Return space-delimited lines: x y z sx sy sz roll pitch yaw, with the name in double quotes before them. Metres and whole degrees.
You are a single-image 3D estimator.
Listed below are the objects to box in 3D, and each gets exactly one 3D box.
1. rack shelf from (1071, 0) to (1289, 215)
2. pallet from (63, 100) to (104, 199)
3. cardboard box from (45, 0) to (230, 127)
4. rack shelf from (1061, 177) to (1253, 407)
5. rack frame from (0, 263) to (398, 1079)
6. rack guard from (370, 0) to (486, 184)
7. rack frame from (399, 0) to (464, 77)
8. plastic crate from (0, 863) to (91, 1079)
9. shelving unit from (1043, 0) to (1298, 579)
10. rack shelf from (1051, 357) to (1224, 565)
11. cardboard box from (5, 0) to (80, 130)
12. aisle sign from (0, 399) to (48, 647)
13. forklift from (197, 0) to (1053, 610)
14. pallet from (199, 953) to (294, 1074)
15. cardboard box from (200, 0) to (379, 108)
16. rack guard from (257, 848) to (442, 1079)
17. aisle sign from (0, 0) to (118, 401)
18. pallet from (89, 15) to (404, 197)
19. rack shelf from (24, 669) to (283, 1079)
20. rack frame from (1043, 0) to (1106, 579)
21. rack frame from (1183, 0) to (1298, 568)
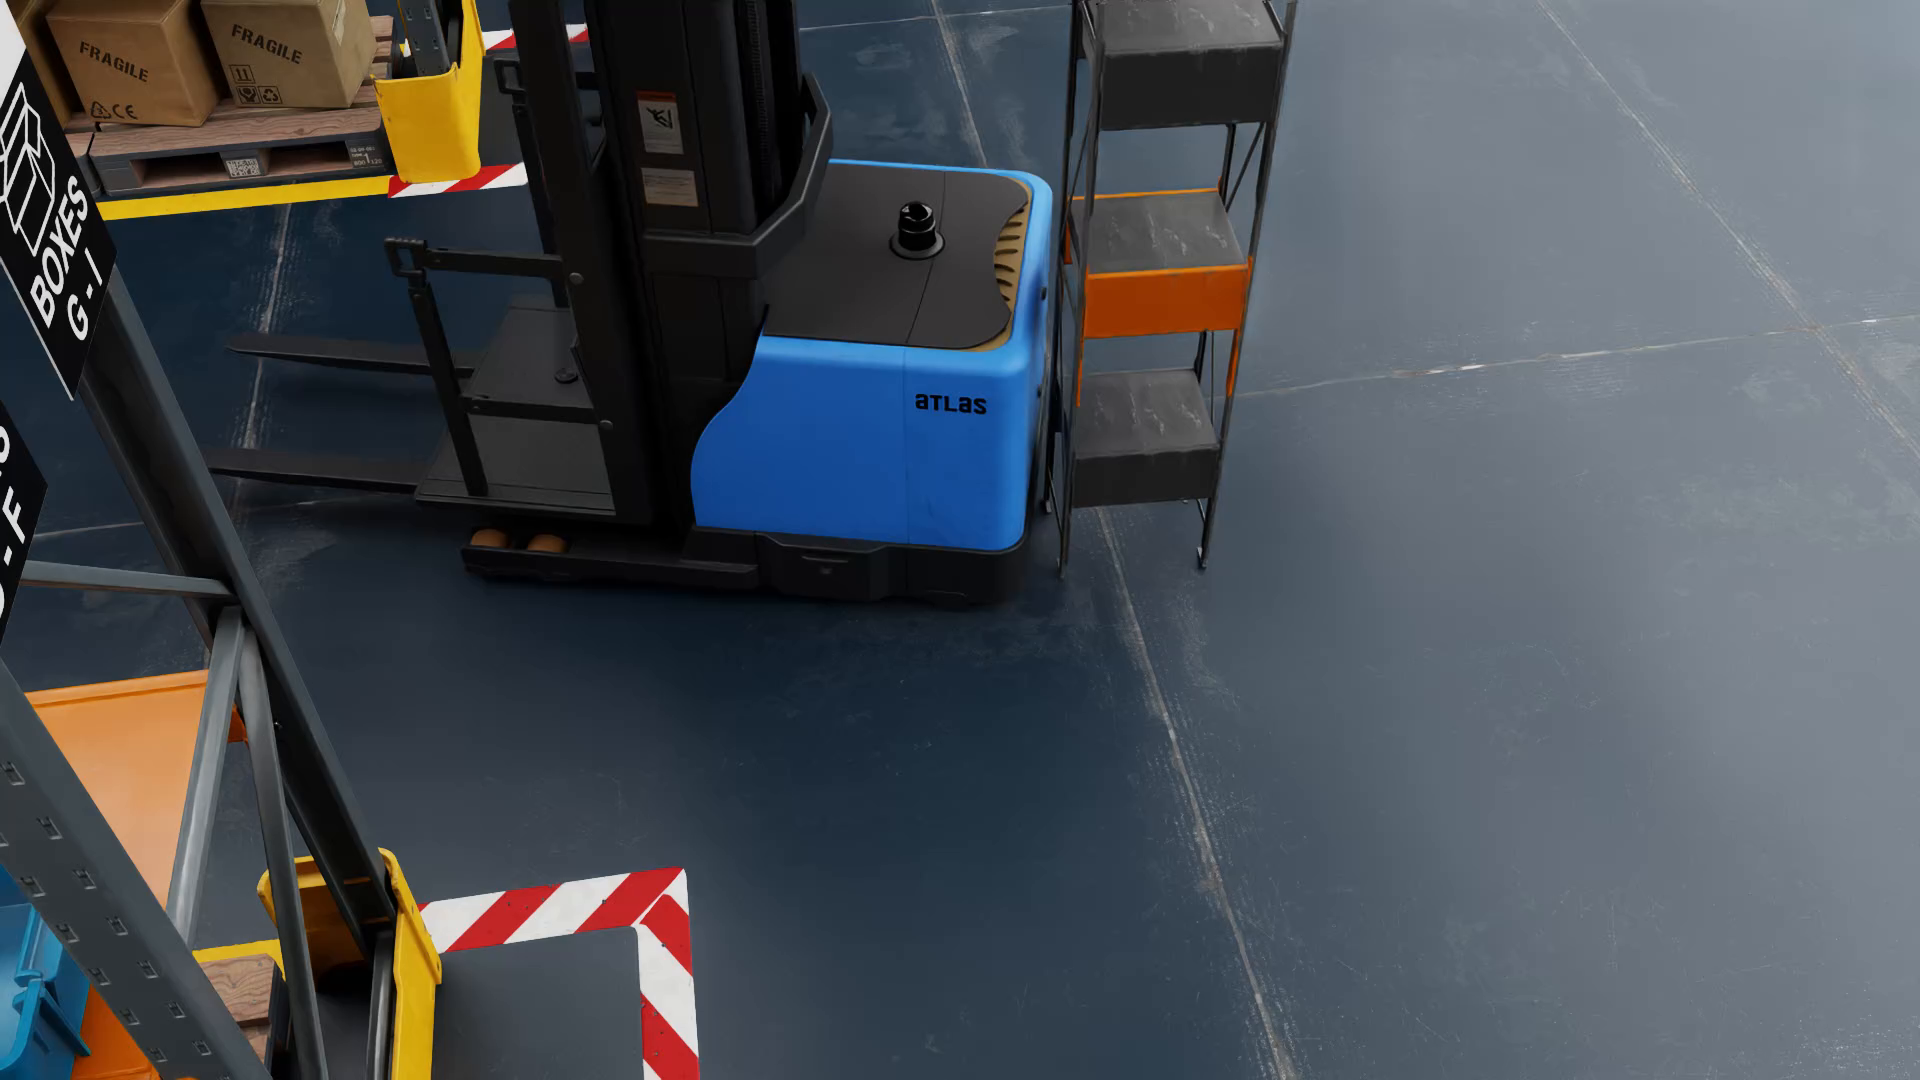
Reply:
"rack shelf" 0.573 -1.234 4.527 0.480 0.518 0.431 -4 46 -4
"pallet" -4.379 -1.830 7.366 1.213 0.211 1.003 -7 46 -7
"cardboard box" -3.499 -2.144 7.177 0.500 0.500 0.500 4 46 4
"rack shelf" 0.571 -0.748 5.031 0.480 0.518 0.431 -4 46 -4
"rack frame" -1.453 0.486 3.199 0.127 3.000 1.000 -7 46 -7
"rack guard" -2.373 -2.152 7.476 0.348 0.500 1.175 -7 46 -7
"rack frame" -2.298 -3.029 6.585 0.127 3.000 1.000 -7 46 -7
"plastic crate" -1.895 0.811 2.989 0.616 0.251 0.499 -7 46 -7
"shelving unit" 0.571 -0.758 5.021 0.503 2.100 0.431 -4 46 -4
"rack shelf" 0.569 -0.263 5.535 0.480 0.518 0.431 -4 46 -4
"cardboard box" -4.119 -2.081 7.116 0.500 0.500 0.500 -3 46 -3
"aisle sign" -1.332 -0.214 2.068 0.004 0.787 0.394 -7 46 -7
"forklift" -1.240 -1.251 4.920 3.031 2.935 1.130 5 46 5
"pallet" -2.322 1.592 4.069 1.213 0.211 1.003 -7 46 -7
"cardboard box" -2.916 -2.242 7.272 0.500 0.500 0.500 1 46 1
"rack guard" -1.520 1.396 4.058 0.348 0.500 1.175 -7 46 -7
"aisle sign" -1.432 -0.633 2.471 0.004 0.787 0.394 -7 46 -7
"pallet" -3.179 -1.977 7.508 1.213 0.211 1.003 -7 46 -7
"rack shelf" -3.424 0.981 3.221 4.000 0.370 1.077 -7 46 -7
"rack frame" 0.328 -0.739 5.002 0.015 2.100 0.400 -4 46 -4
"rack frame" 0.814 -0.776 5.040 0.015 2.100 0.400 -4 46 -4
